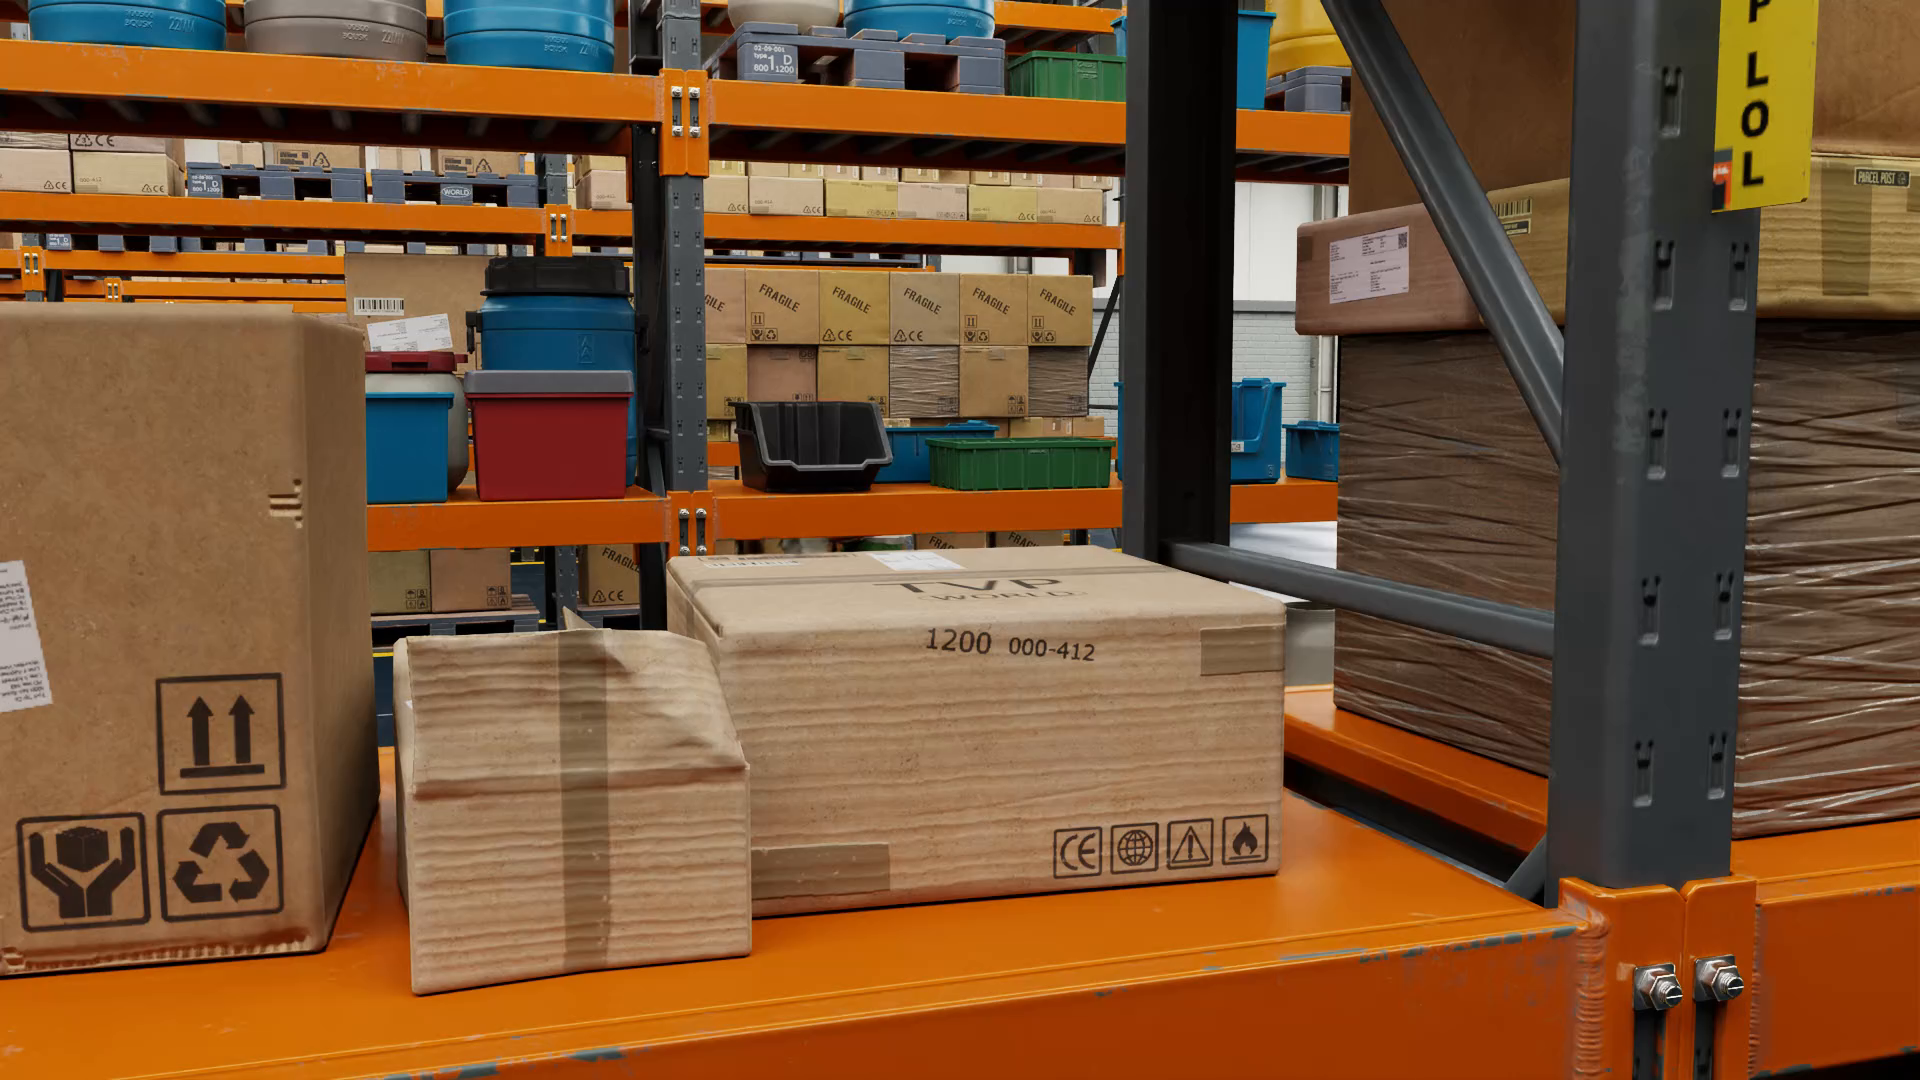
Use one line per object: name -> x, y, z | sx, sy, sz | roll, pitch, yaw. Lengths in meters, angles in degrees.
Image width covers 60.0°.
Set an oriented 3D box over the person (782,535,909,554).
person -> -0.742, 0.260, 8.893 | 0.949, 1.218, 0.489 | -2, 6, -21
